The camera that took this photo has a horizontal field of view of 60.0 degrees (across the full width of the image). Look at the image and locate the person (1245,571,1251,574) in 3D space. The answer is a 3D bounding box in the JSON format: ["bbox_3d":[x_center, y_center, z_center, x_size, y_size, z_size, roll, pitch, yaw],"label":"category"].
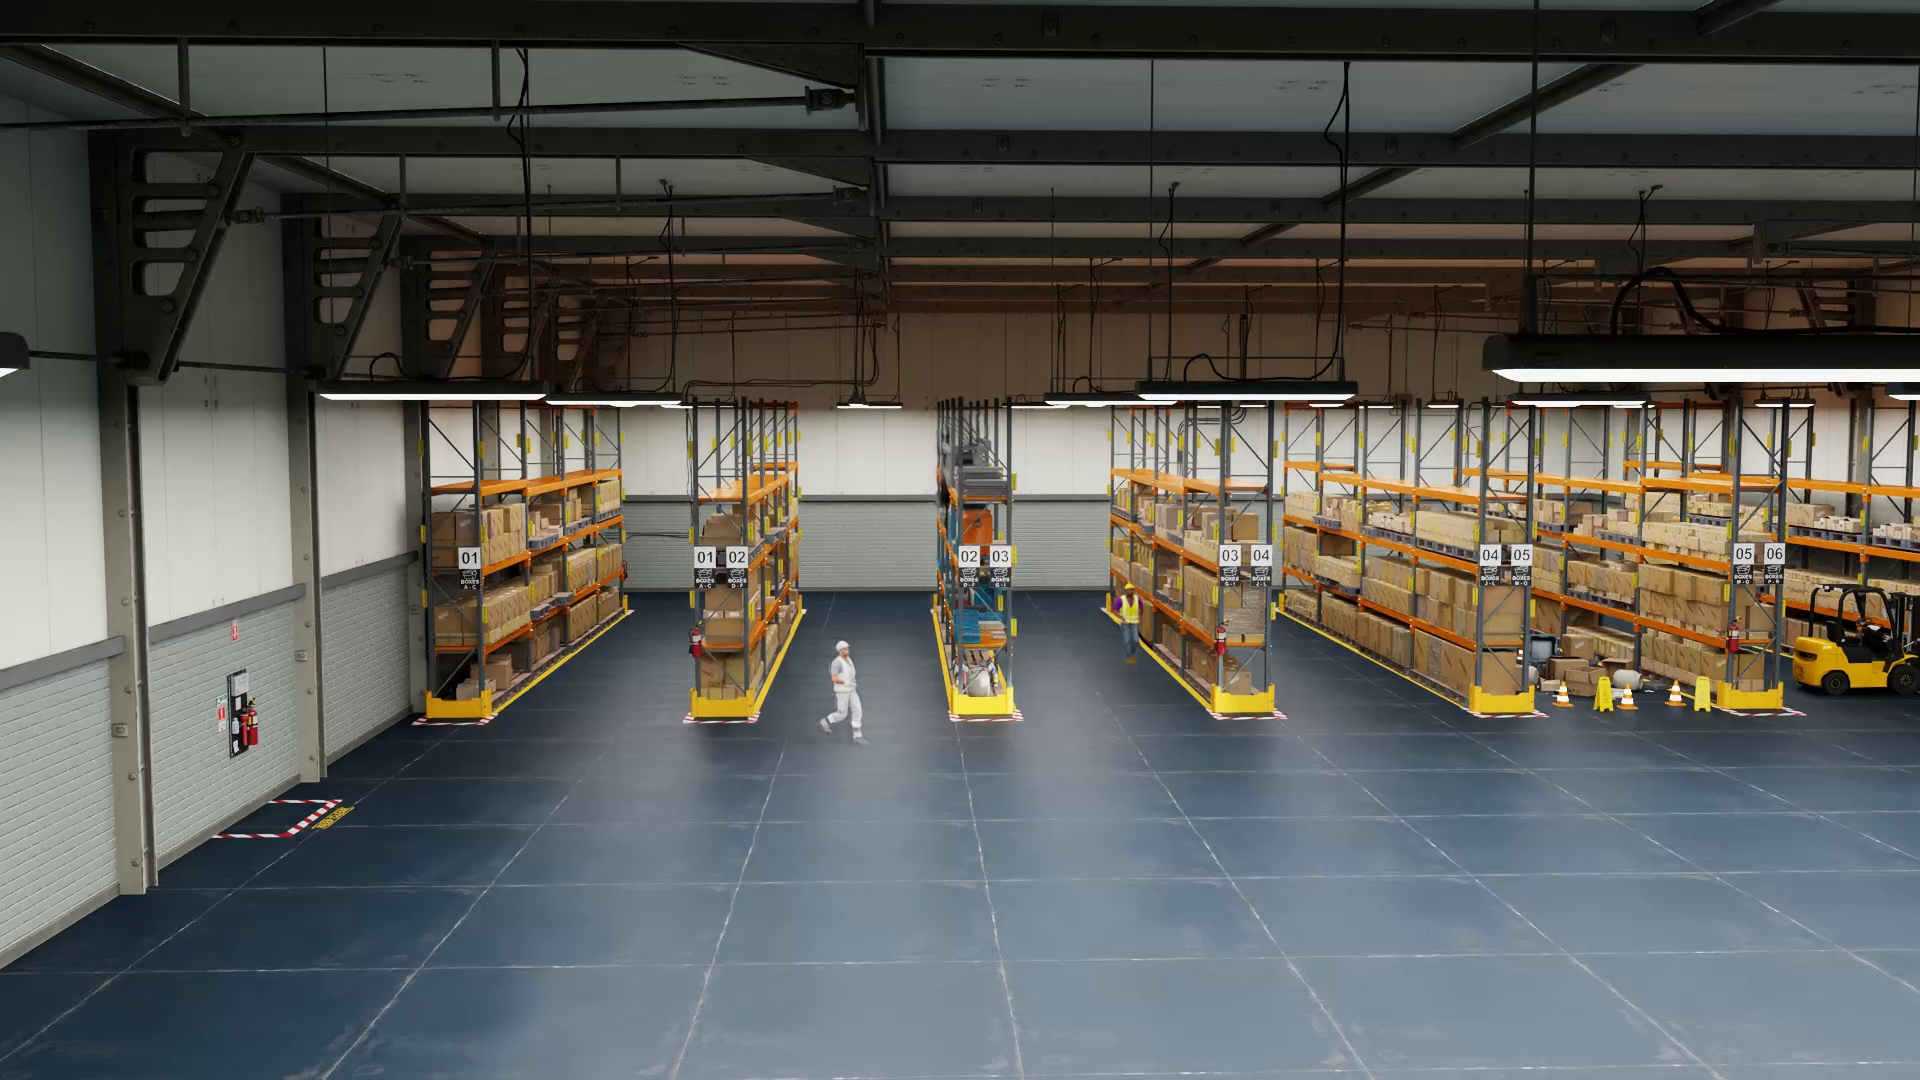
[{"bbox_3d":[8.056,1.319,46.367,0.686,1.667,0.630,0,4,1],"label":"person"}]

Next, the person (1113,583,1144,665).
[{"bbox_3d":[3.639,1.815,35.724,0.698,1.772,0.579,0,4,-4],"label":"person"}]

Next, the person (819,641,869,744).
[{"bbox_3d":[-1.997,2.626,28.756,0.957,1.774,0.671,2,5,29],"label":"person"}]
